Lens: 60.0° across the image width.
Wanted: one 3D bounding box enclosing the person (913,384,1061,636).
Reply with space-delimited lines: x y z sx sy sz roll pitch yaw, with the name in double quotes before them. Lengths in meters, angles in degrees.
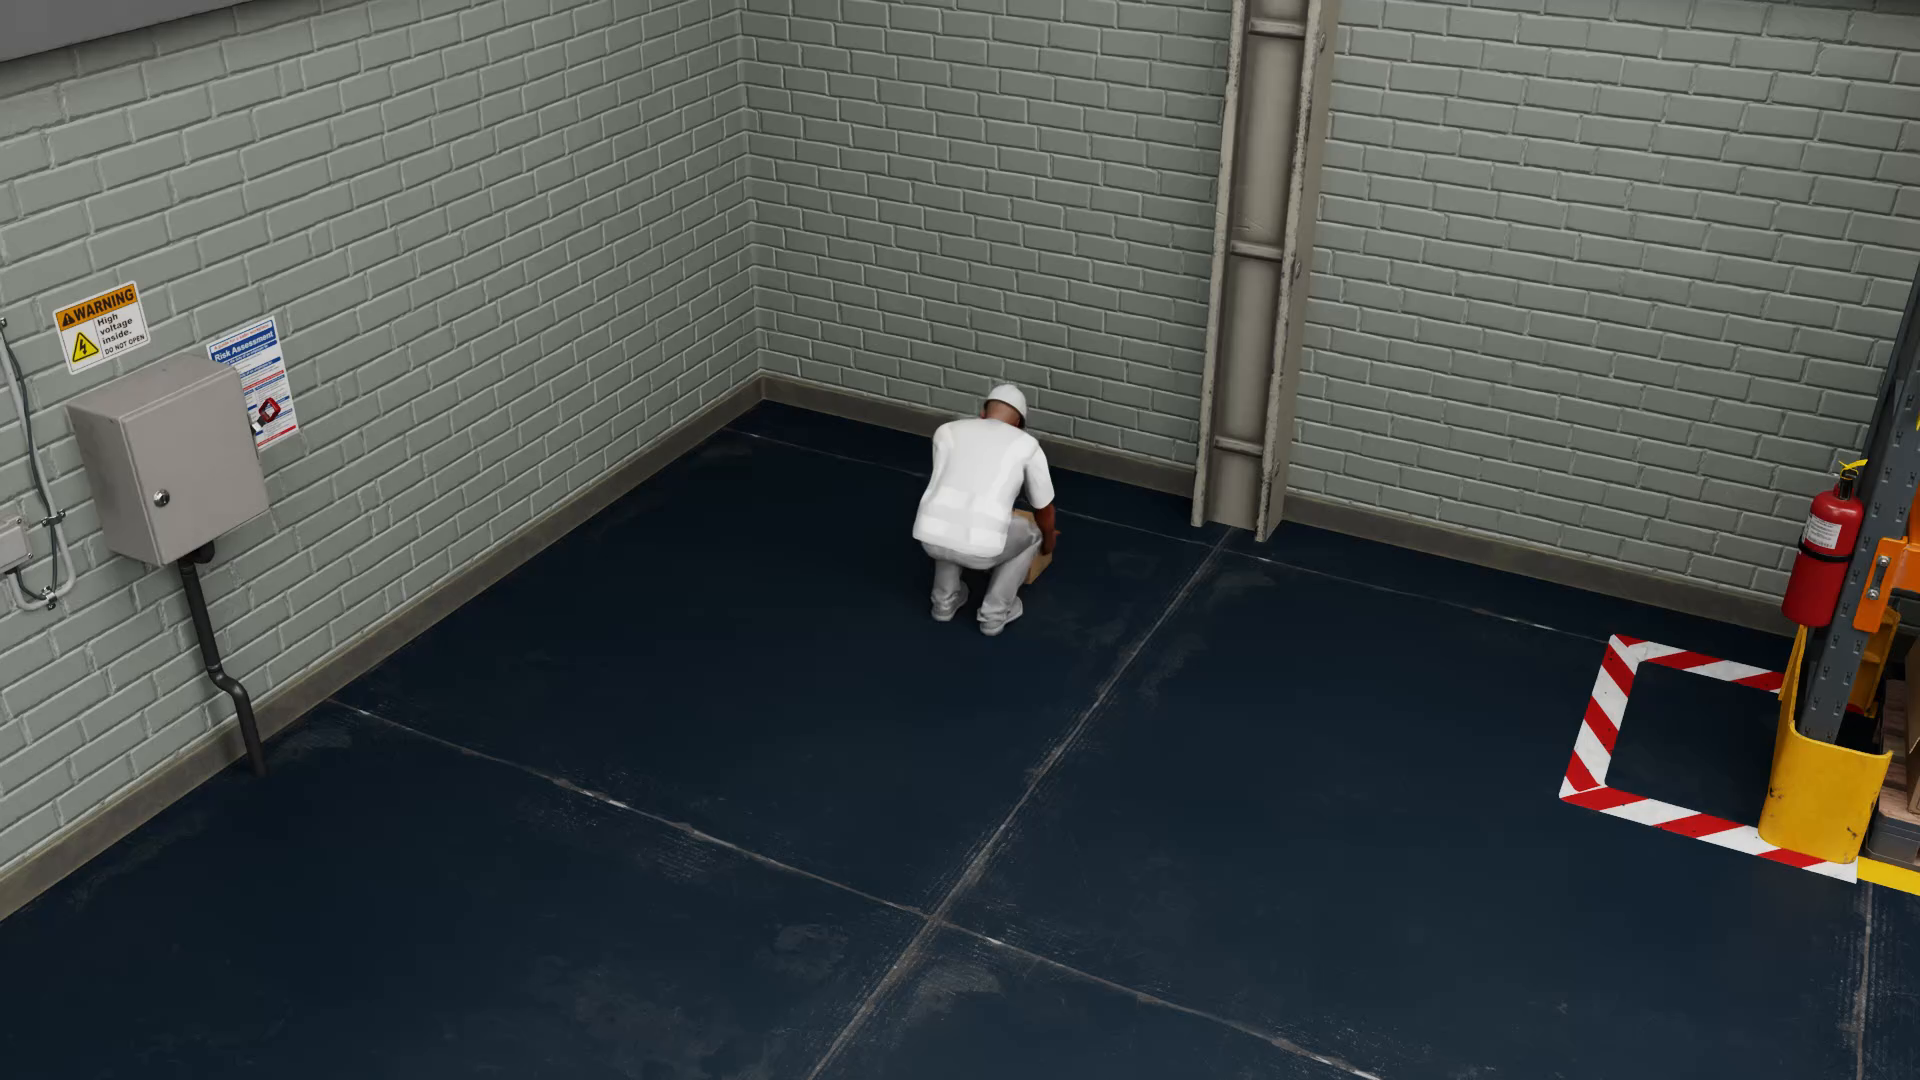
"person" 0.087 -0.138 7.646 0.580 0.975 0.893 14 33 23
